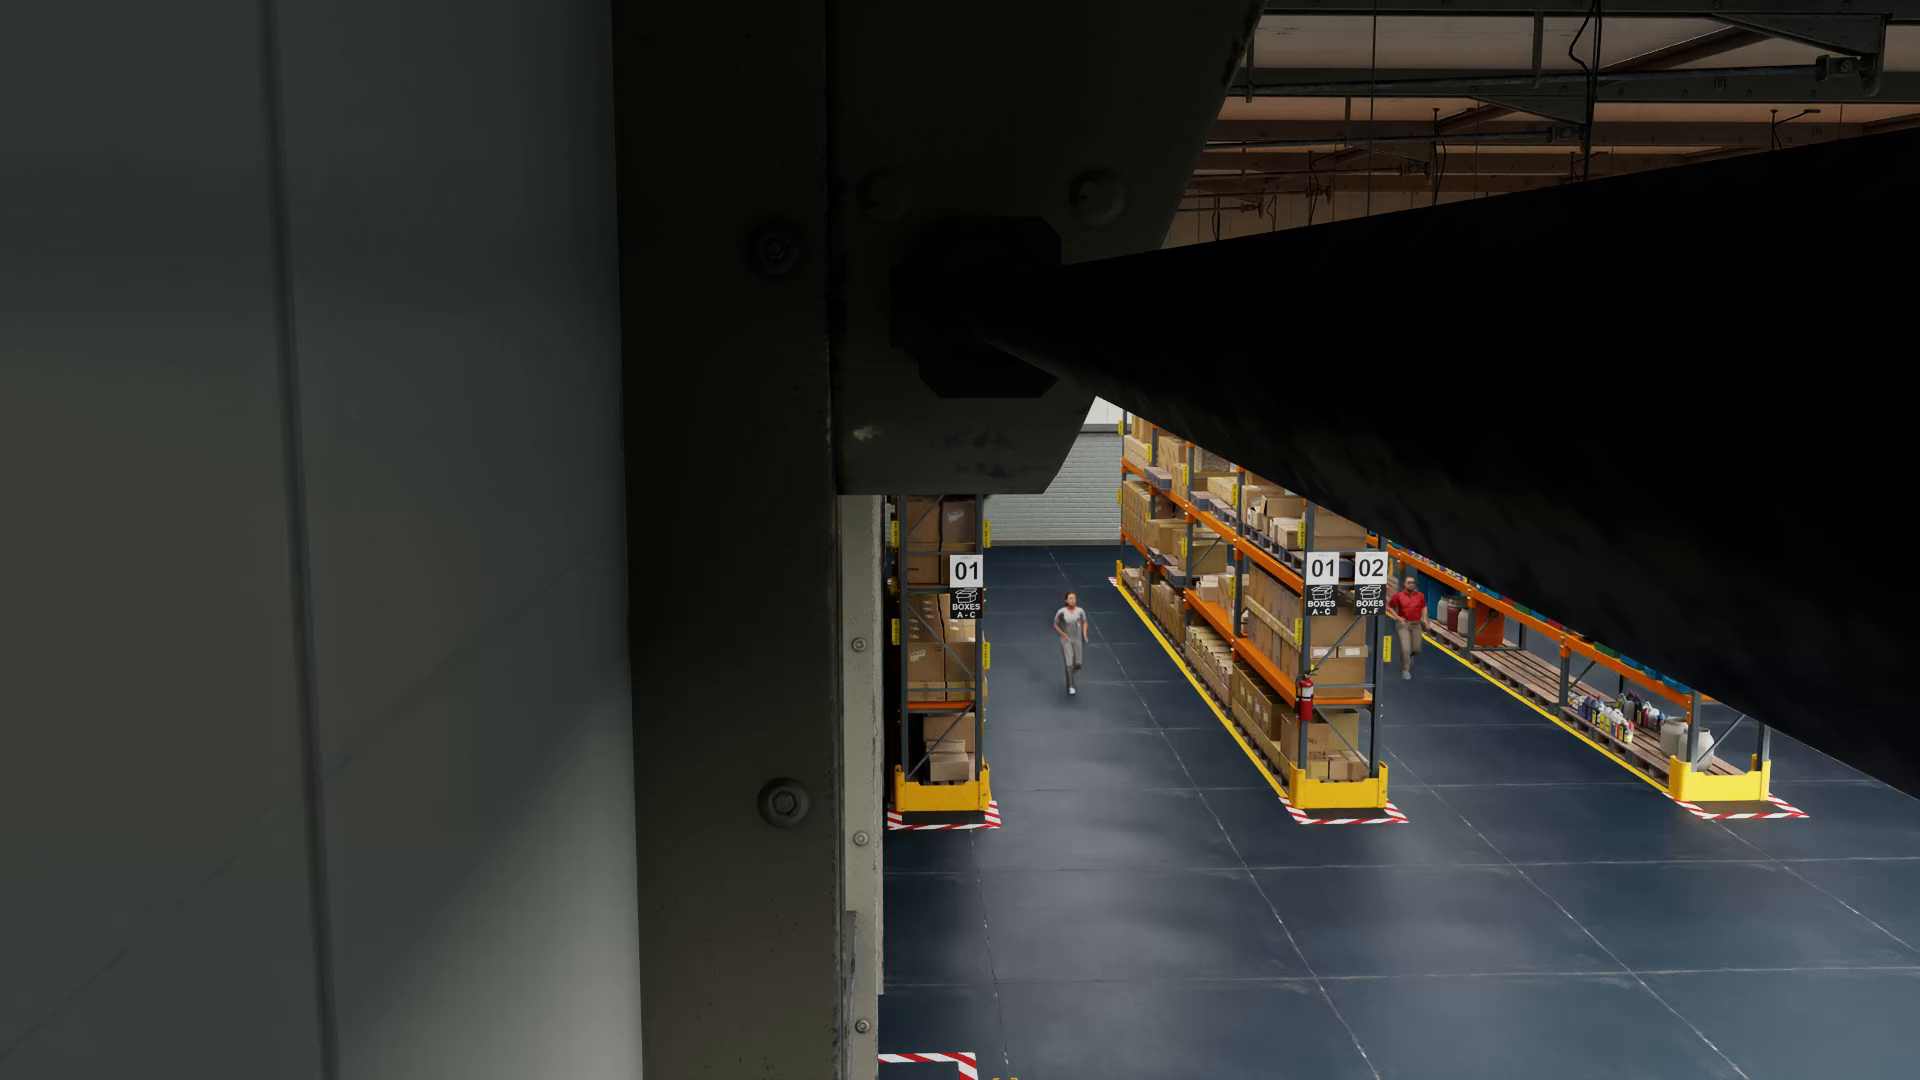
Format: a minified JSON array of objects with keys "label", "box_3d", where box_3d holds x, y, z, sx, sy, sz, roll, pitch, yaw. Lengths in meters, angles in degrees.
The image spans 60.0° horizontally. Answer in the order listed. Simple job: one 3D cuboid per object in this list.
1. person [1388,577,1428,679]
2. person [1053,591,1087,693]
[{"label":"person","box_3d":[7.452,1.443,27.663,0.665,1.688,0.603,0,8,0]},{"label":"person","box_3d":[1.773,1.621,26.626,0.565,1.630,0.572,-1,9,-8]}]
